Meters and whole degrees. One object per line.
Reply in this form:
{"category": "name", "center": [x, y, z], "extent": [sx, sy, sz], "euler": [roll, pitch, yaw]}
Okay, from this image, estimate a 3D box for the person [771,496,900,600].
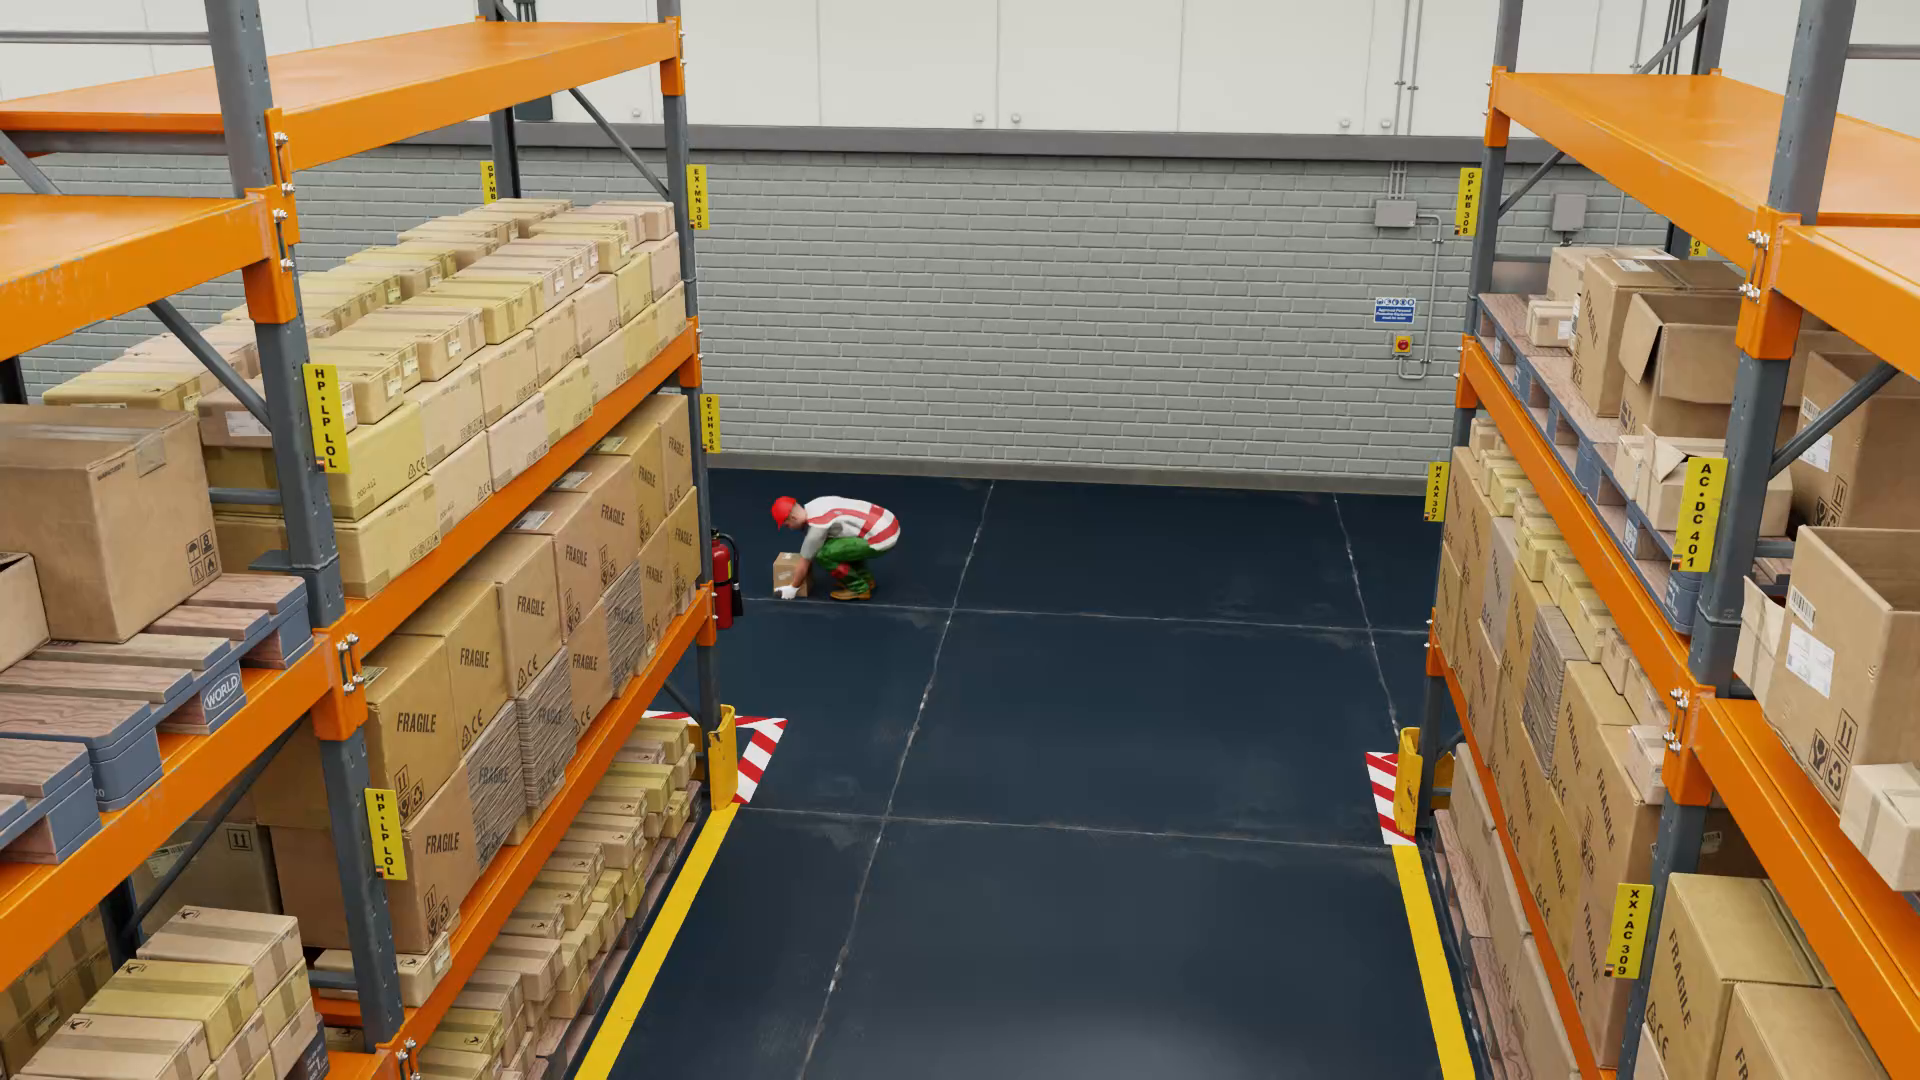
{"category": "person", "center": [-0.920, 0.067, 12.388], "extent": [0.945, 0.817, 0.520], "euler": [2, 21, 5]}
